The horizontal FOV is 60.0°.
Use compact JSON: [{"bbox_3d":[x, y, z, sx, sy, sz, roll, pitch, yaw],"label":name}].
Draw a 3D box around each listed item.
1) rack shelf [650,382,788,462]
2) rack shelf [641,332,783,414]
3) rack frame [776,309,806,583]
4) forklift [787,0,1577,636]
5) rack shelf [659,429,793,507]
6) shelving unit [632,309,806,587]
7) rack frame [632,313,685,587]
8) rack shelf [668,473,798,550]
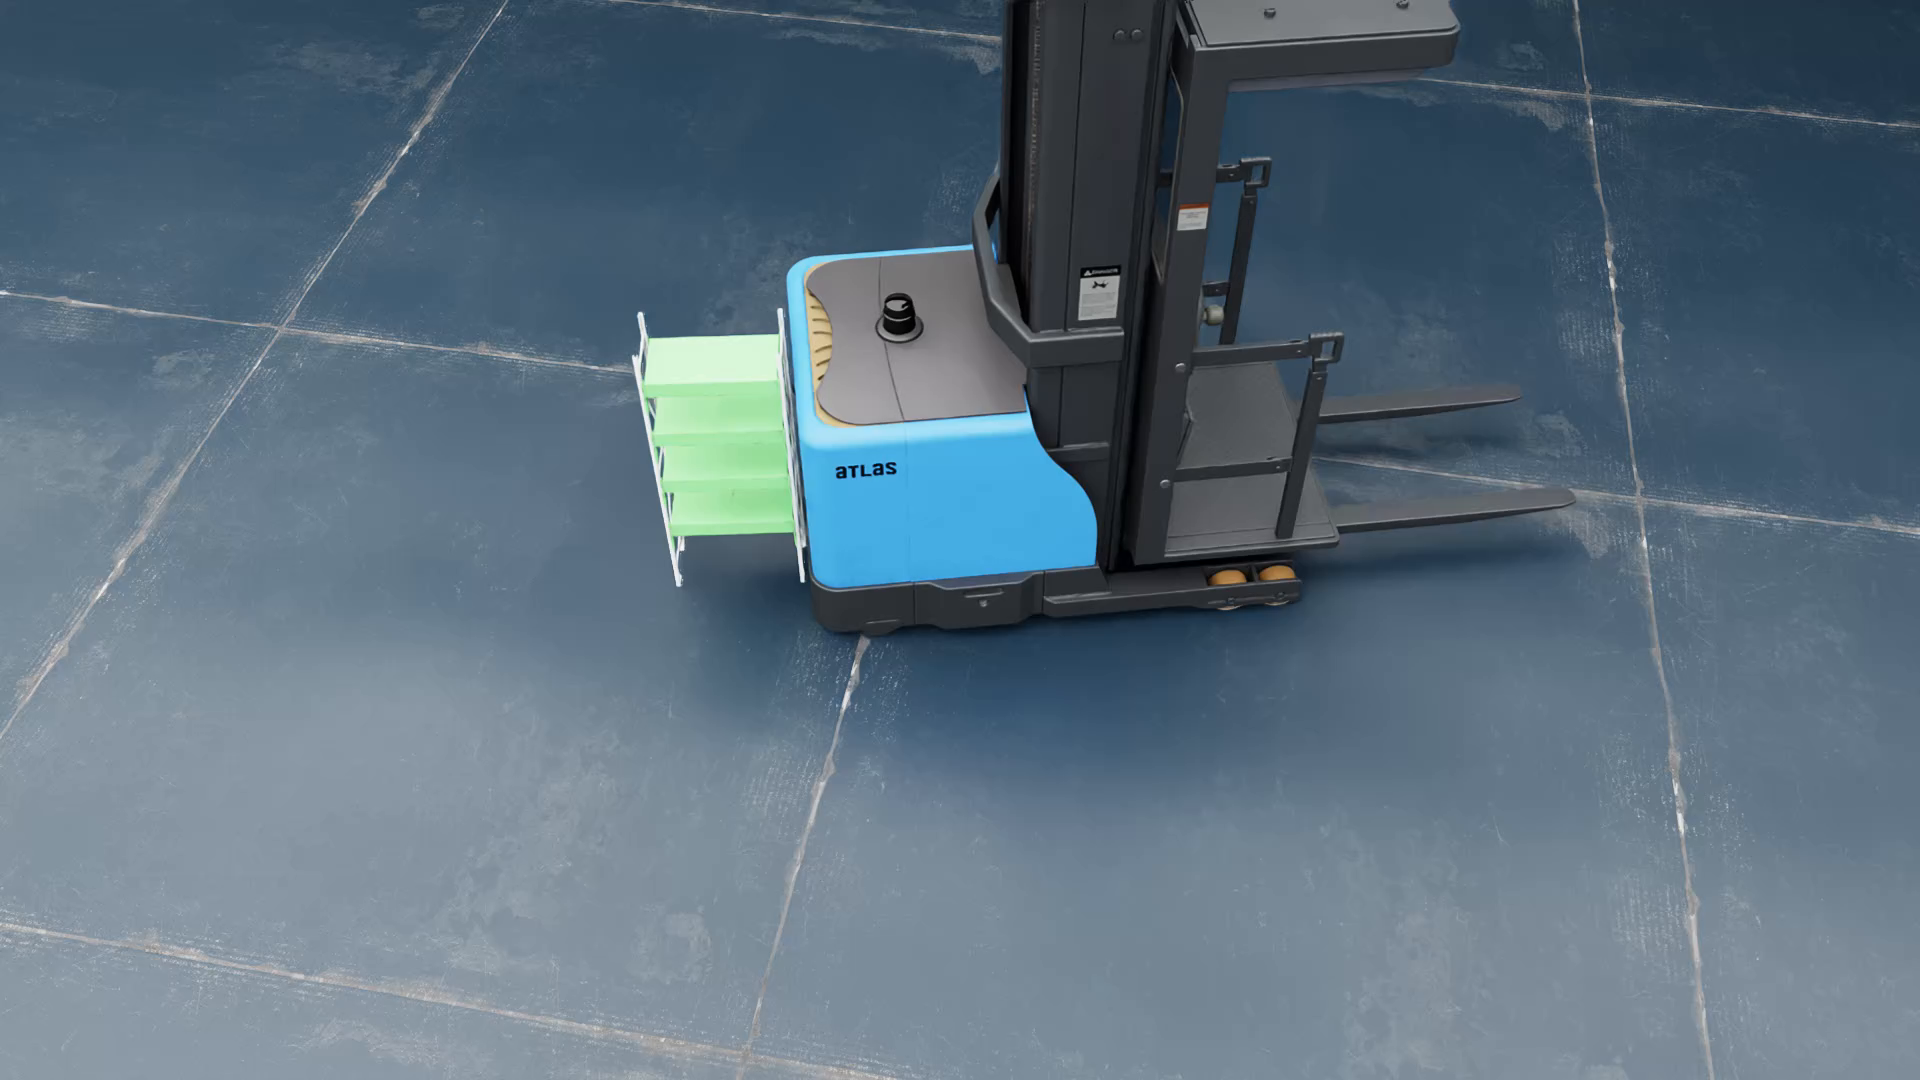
[{"bbox_3d":[-0.870,-0.432,6.067,0.480,0.148,0.258,-2,48,-2],"label":"rack shelf"},{"bbox_3d":[-0.870,-0.592,5.888,0.480,0.148,0.258,-2,48,-2],"label":"rack shelf"},{"bbox_3d":[-0.626,-0.322,6.205,0.015,1.200,0.240,-2,48,-2],"label":"rack frame"},{"bbox_3d":[0.893,-1.095,5.736,3.031,2.935,1.130,-5,48,-5],"label":"forklift"},{"bbox_3d":[-0.870,-0.272,6.245,0.480,0.148,0.258,-2,48,-2],"label":"rack shelf"},{"bbox_3d":[-0.870,-0.314,6.198,0.503,1.200,0.258,-2,48,-2],"label":"shelving unit"},{"bbox_3d":[-1.114,-0.306,6.191,0.015,1.200,0.240,-2,48,-2],"label":"rack frame"},{"bbox_3d":[-0.870,-0.111,6.424,0.480,0.148,0.258,-2,48,-2],"label":"rack shelf"}]
